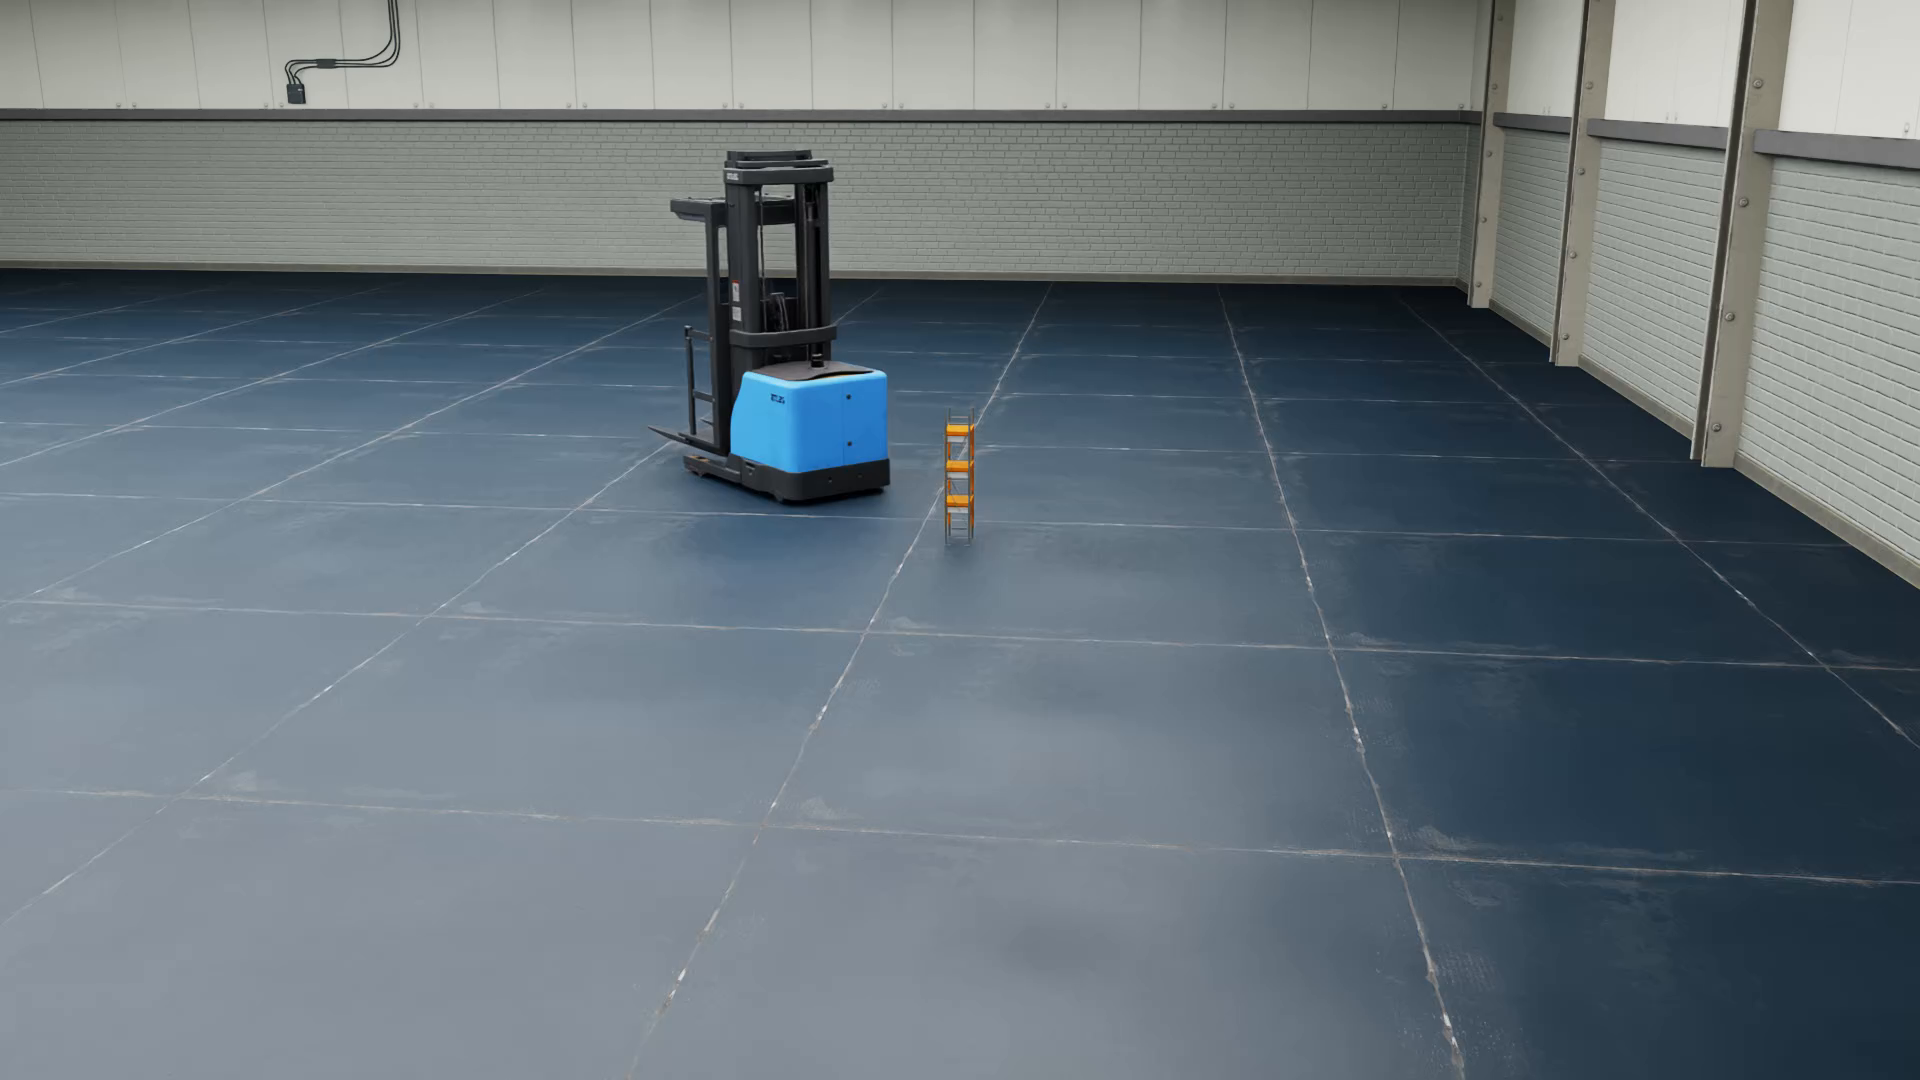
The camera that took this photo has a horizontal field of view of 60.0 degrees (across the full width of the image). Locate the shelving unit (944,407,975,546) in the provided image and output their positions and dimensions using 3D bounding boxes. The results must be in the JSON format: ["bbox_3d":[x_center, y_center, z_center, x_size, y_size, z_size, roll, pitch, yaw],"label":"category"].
[{"bbox_3d":[-0.006,-0.493,12.974,0.215,1.050,0.252,2,15,6],"label":"shelving unit"}]

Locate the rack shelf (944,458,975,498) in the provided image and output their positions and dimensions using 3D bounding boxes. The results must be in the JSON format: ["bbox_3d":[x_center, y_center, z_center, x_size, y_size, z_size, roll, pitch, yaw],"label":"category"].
[{"bbox_3d":[-0.006,-0.483,12.976,0.215,0.259,0.240,2,15,6],"label":"rack shelf"}]

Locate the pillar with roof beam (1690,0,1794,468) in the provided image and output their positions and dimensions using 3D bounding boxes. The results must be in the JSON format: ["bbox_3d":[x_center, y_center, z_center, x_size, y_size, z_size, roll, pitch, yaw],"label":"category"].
[{"bbox_3d":[2.920,-5.209,15.187,9.100,9.000,0.400,2,15,6],"label":"pillar with roof beam"}]

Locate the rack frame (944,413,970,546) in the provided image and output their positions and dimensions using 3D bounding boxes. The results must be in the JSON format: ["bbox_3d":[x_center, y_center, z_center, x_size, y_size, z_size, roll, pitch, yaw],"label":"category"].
[{"bbox_3d":[-0.020,-0.461,12.857,0.200,1.050,0.008,2,15,6],"label":"rack frame"}]

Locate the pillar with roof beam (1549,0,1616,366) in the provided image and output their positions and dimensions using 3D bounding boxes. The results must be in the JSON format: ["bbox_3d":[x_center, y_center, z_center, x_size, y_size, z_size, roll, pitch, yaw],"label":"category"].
[{"bbox_3d":[3.597,-6.765,20.942,9.100,9.000,0.400,2,15,6],"label":"pillar with roof beam"}]

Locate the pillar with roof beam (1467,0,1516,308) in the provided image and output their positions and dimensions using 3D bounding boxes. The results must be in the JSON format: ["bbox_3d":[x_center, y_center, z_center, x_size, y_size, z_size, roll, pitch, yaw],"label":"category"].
[{"bbox_3d":[4.274,-8.321,26.697,9.100,9.000,0.400,2,15,6],"label":"pillar with roof beam"}]

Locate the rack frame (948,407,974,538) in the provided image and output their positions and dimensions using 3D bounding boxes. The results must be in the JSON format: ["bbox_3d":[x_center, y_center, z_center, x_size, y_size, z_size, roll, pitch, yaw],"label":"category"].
[{"bbox_3d":[0.008,-0.525,13.091,0.200,1.050,0.008,2,15,6],"label":"rack frame"}]

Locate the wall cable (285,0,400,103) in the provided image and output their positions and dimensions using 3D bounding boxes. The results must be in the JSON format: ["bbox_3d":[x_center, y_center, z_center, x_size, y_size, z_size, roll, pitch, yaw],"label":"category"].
[{"bbox_3d":[-11.670,-11.206,30.848,2.305,6.003,0.169,2,15,6],"label":"wall cable"}]

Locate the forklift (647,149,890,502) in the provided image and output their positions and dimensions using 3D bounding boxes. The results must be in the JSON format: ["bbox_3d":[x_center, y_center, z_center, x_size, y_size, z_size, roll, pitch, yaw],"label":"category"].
[{"bbox_3d":[-1.915,-2.067,15.190,1.130,2.935,3.031,-11,19,-36],"label":"forklift"}]

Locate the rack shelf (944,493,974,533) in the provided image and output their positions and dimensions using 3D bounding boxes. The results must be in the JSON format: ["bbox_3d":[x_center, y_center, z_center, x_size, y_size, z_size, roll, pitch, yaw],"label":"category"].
[{"bbox_3d":[-0.006,-0.214,13.049,0.215,0.259,0.240,2,15,6],"label":"rack shelf"}]

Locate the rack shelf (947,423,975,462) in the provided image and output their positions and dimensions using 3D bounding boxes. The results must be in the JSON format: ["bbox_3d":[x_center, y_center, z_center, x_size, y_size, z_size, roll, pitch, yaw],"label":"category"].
[{"bbox_3d":[-0.006,-0.757,12.902,0.215,0.259,0.240,2,15,6],"label":"rack shelf"}]
